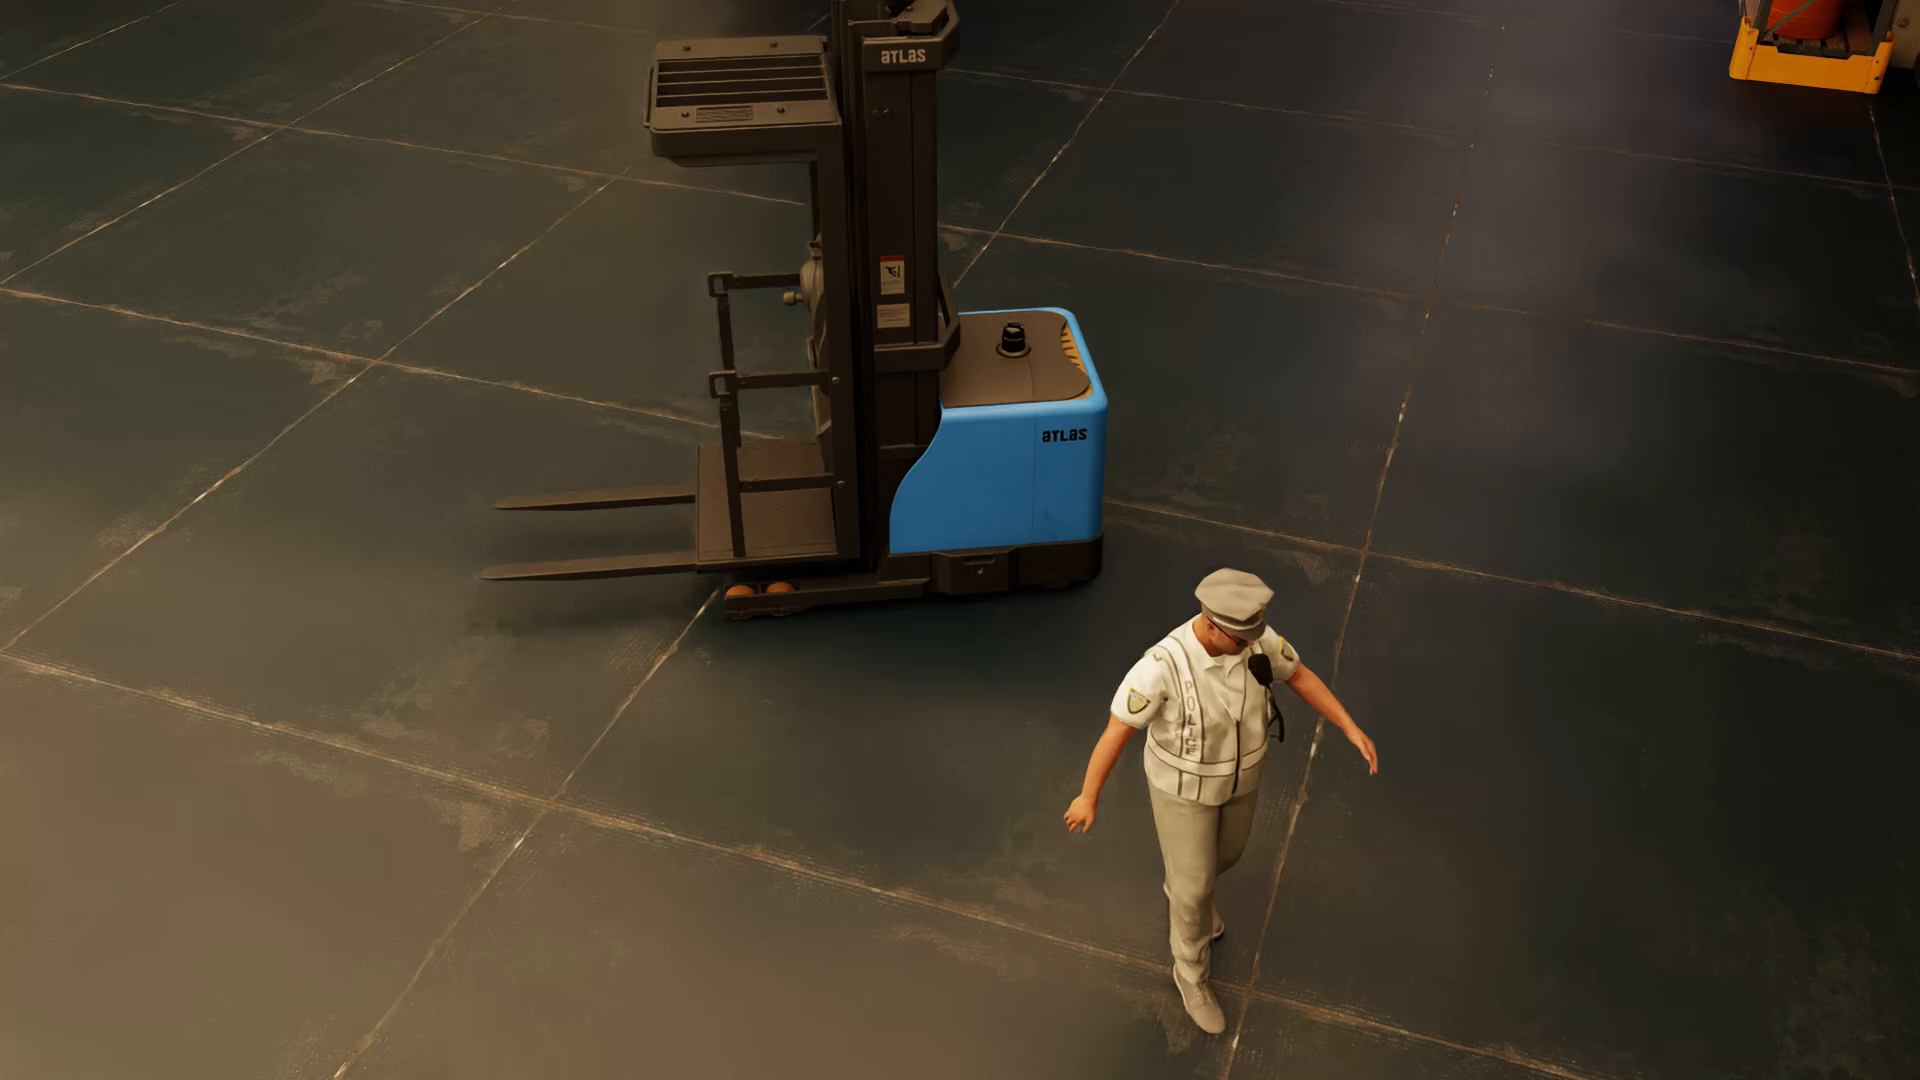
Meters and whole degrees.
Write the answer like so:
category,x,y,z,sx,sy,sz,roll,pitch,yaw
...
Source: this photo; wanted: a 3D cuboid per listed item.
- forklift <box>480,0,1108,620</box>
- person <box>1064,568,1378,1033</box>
category,x,y,z,sx,sy,sz,roll,pitch,yaw
forklift,-0.850,-1.134,7.710,3.031,2.935,1.130,-4,36,-6
person,0.899,0.916,5.907,1.011,1.756,0.701,-16,39,-22
